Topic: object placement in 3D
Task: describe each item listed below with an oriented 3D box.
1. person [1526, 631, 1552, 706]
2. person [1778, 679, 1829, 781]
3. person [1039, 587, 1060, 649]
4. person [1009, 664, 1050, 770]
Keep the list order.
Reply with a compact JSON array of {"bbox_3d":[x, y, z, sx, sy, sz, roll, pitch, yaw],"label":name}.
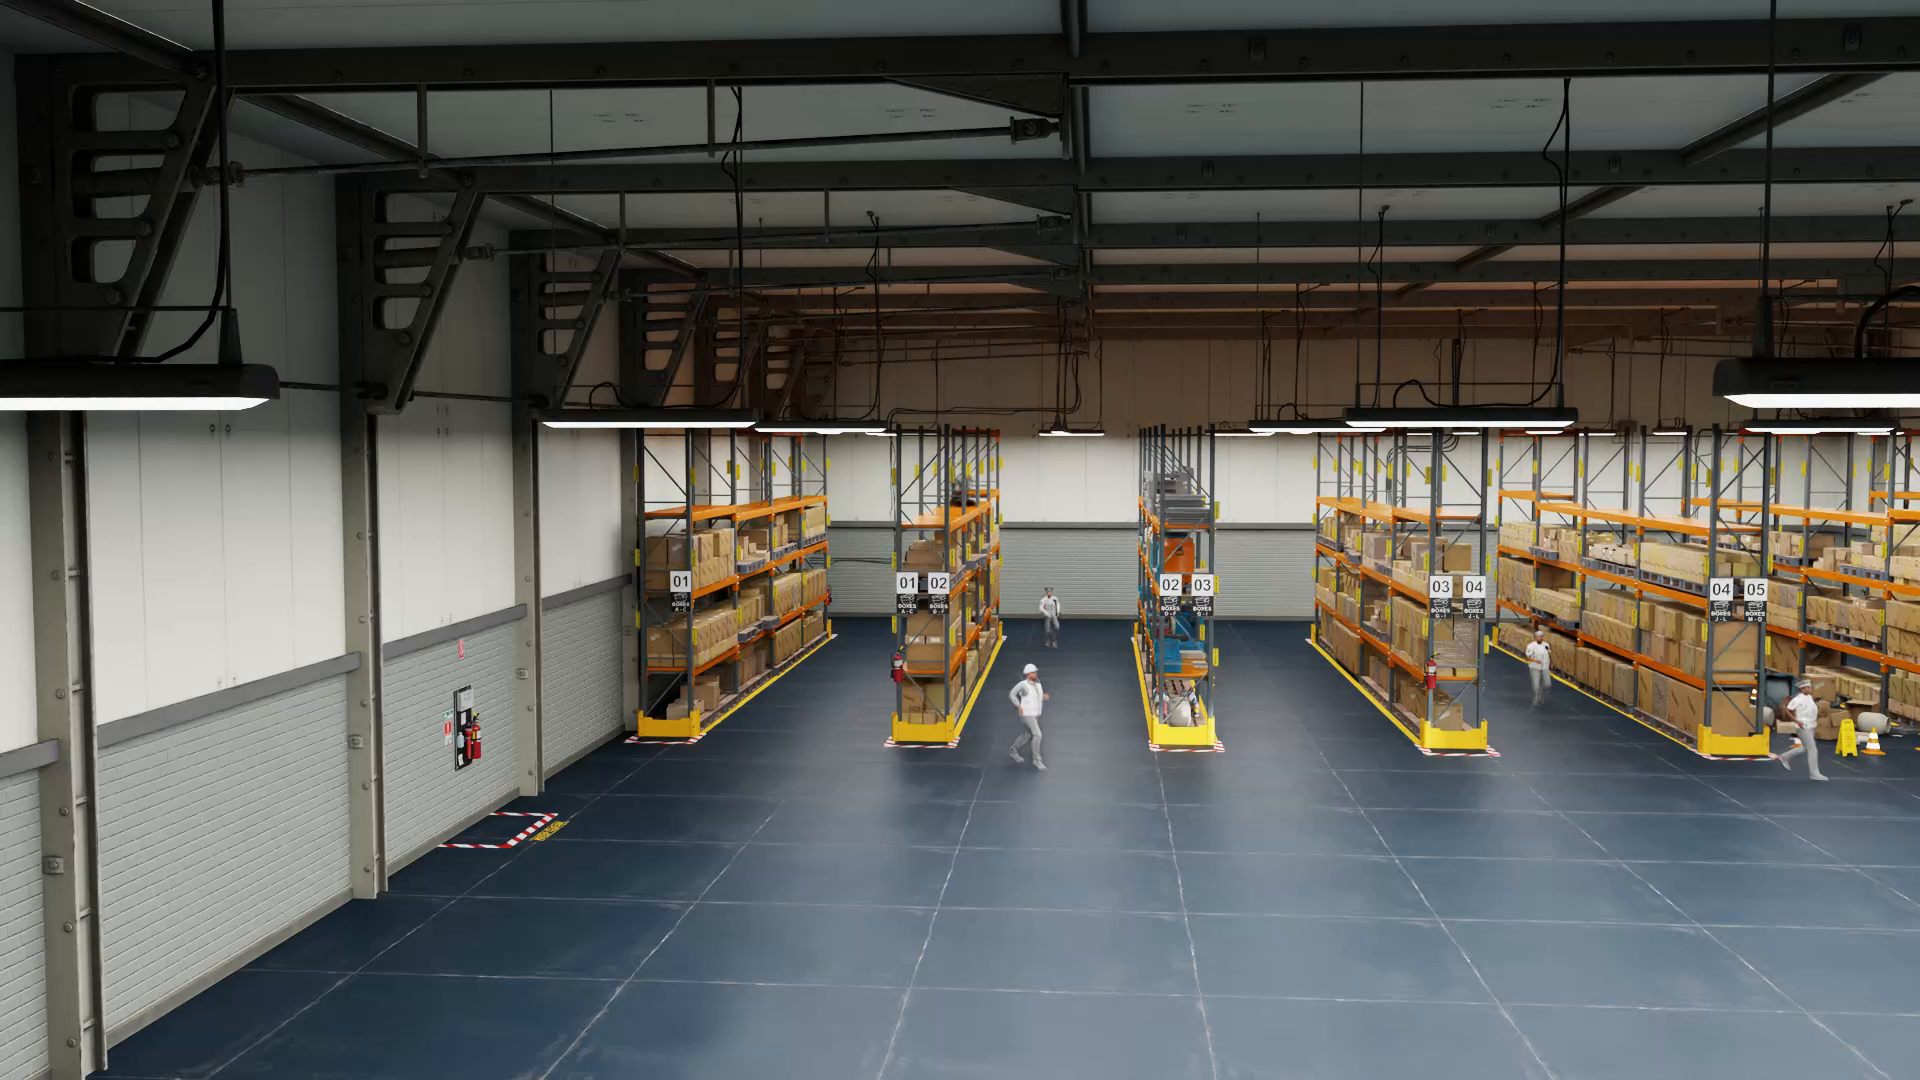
[{"bbox_3d":[12.379,2.751,35.458,0.595,1.628,0.557,0,3,1],"label":"person"},{"bbox_3d":[14.224,3.164,28.025,0.586,1.672,0.885,-3,4,-38],"label":"person"},{"bbox_3d":[2.475,2.120,45.561,0.626,1.693,0.641,-1,4,-12],"label":"person"},{"bbox_3d":[1.214,3.074,29.079,0.804,1.834,0.632,2,4,33],"label":"person"}]
